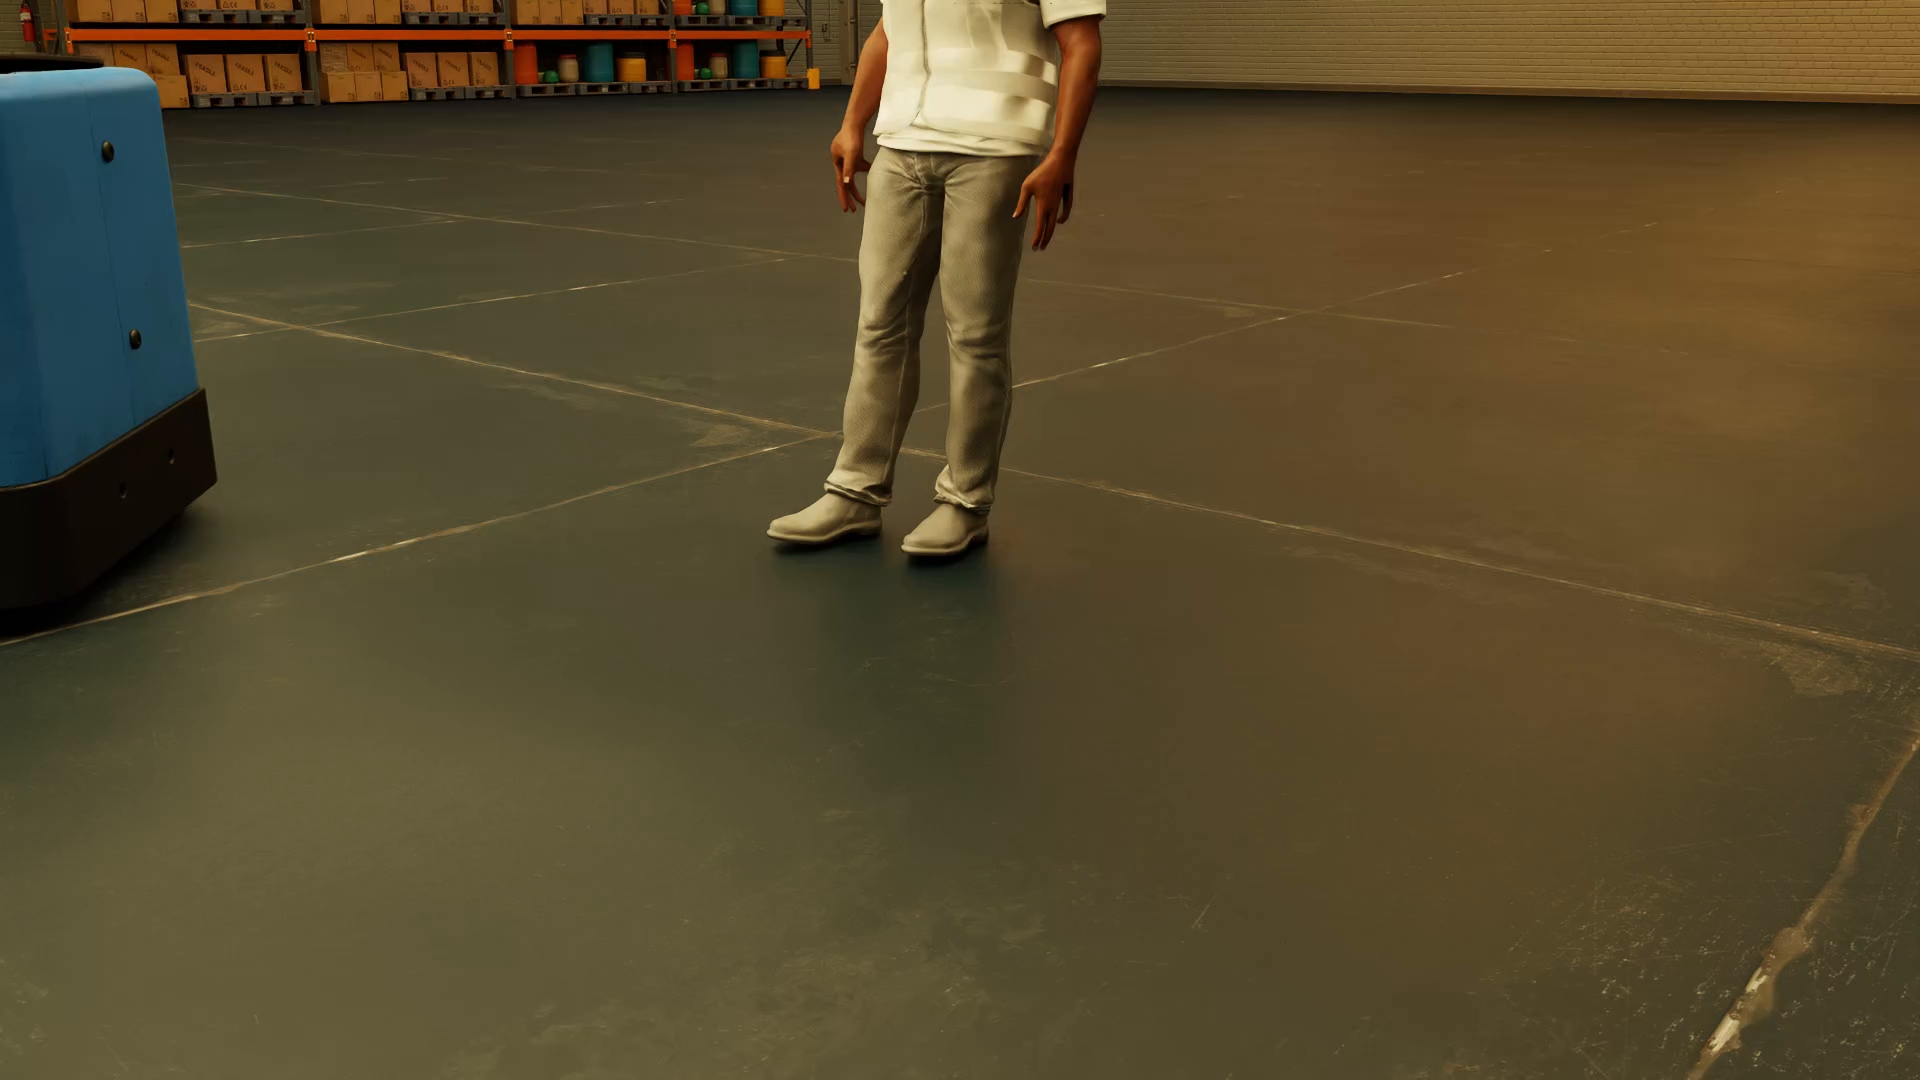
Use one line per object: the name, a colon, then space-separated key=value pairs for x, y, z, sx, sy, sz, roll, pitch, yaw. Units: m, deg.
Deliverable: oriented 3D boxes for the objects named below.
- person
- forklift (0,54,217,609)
person: x=-0.048 y=-0.837 z=3.634 sx=0.666 sy=1.768 sz=0.575 roll=13 pitch=21 yaw=37
forklift: x=-3.323 y=-1.306 z=3.199 sx=3.031 sy=2.935 sz=1.130 roll=-2 pitch=17 yaw=-6
